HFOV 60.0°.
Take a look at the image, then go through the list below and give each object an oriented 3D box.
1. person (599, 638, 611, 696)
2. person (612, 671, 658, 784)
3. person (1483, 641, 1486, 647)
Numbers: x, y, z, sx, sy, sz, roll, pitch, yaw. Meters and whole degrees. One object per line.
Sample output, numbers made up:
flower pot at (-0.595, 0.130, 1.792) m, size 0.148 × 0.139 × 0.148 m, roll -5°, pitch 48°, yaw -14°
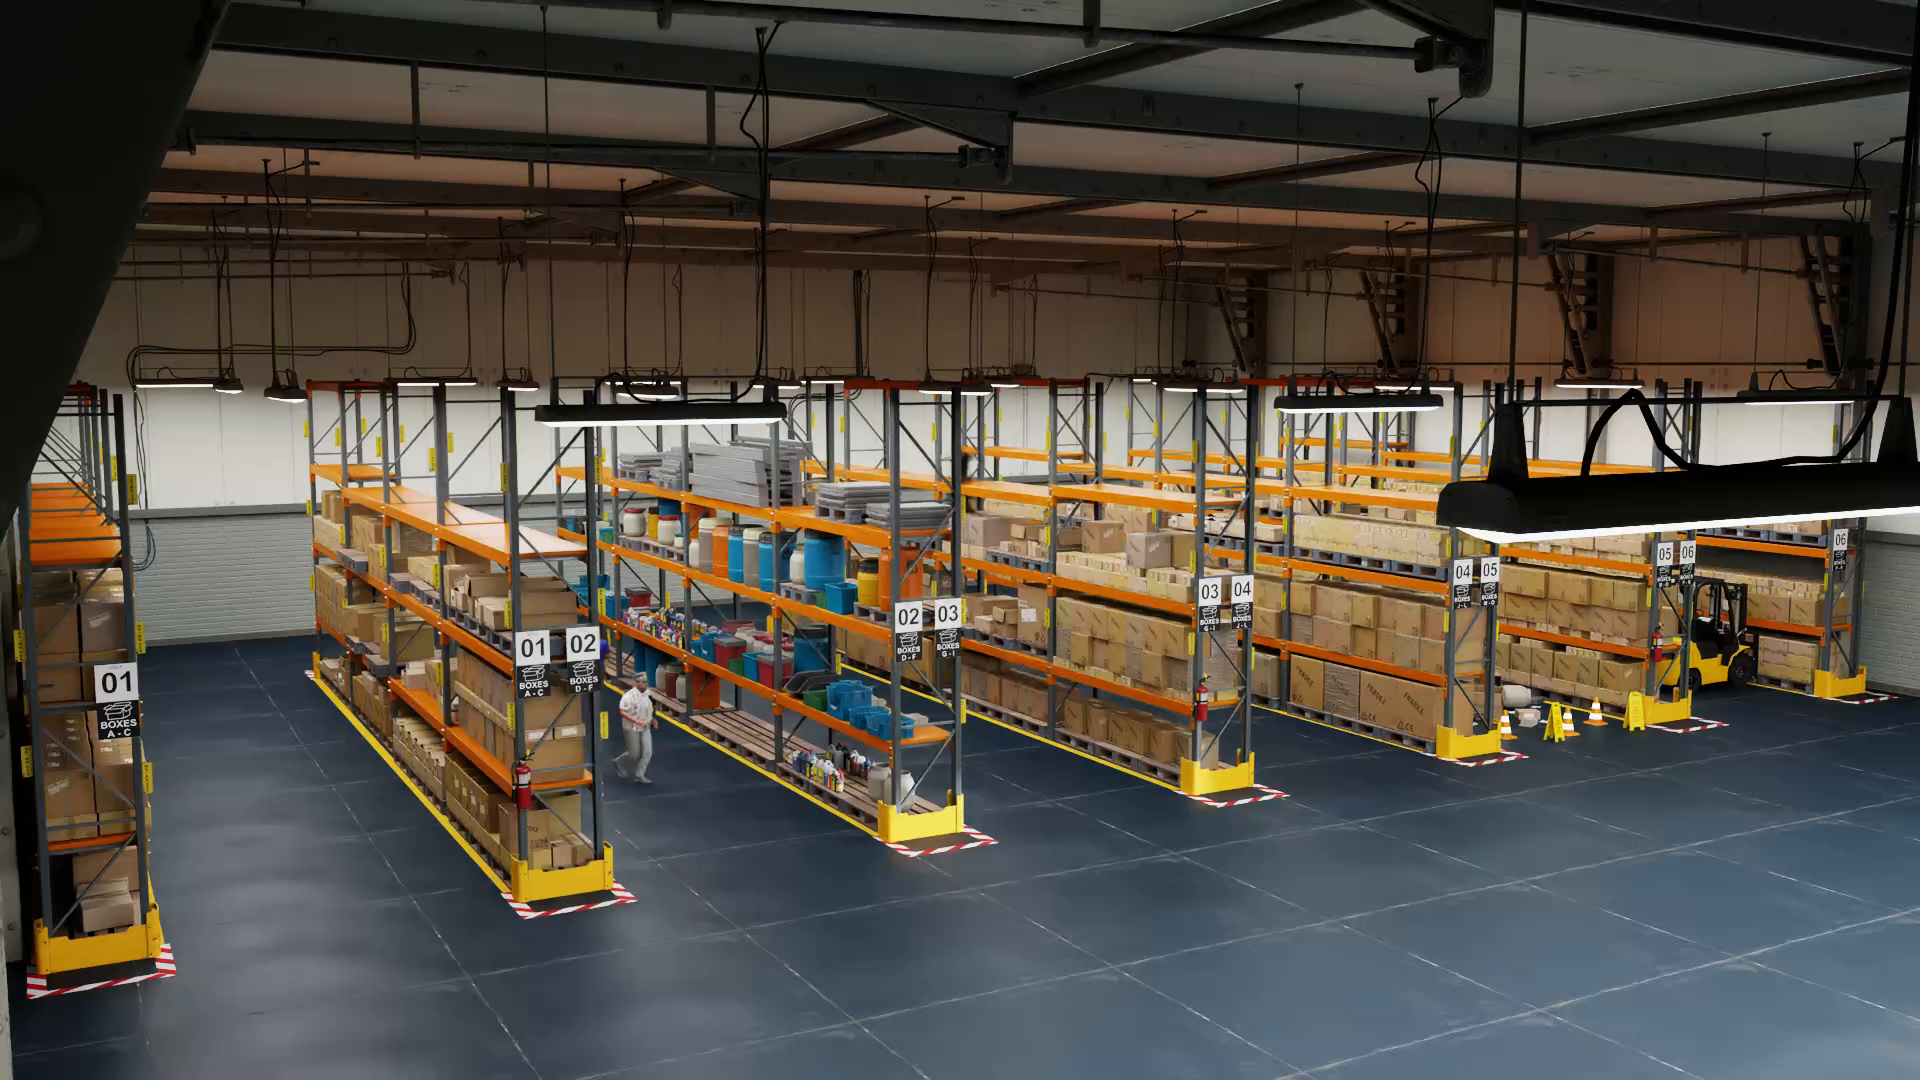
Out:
person at (-6.500, 2.357, 29.617) m, size 0.582 × 1.696 × 0.744 m, roll -3°, pitch 7°, yaw -27°
person at (-4.929, 2.817, 25.147) m, size 0.776 × 1.722 × 0.659 m, roll 5°, pitch 8°, yaw 37°
person at (10.895, 1.648, 35.678) m, size 0.698 × 1.755 × 1.030 m, roll -4°, pitch 7°, yaw -31°
